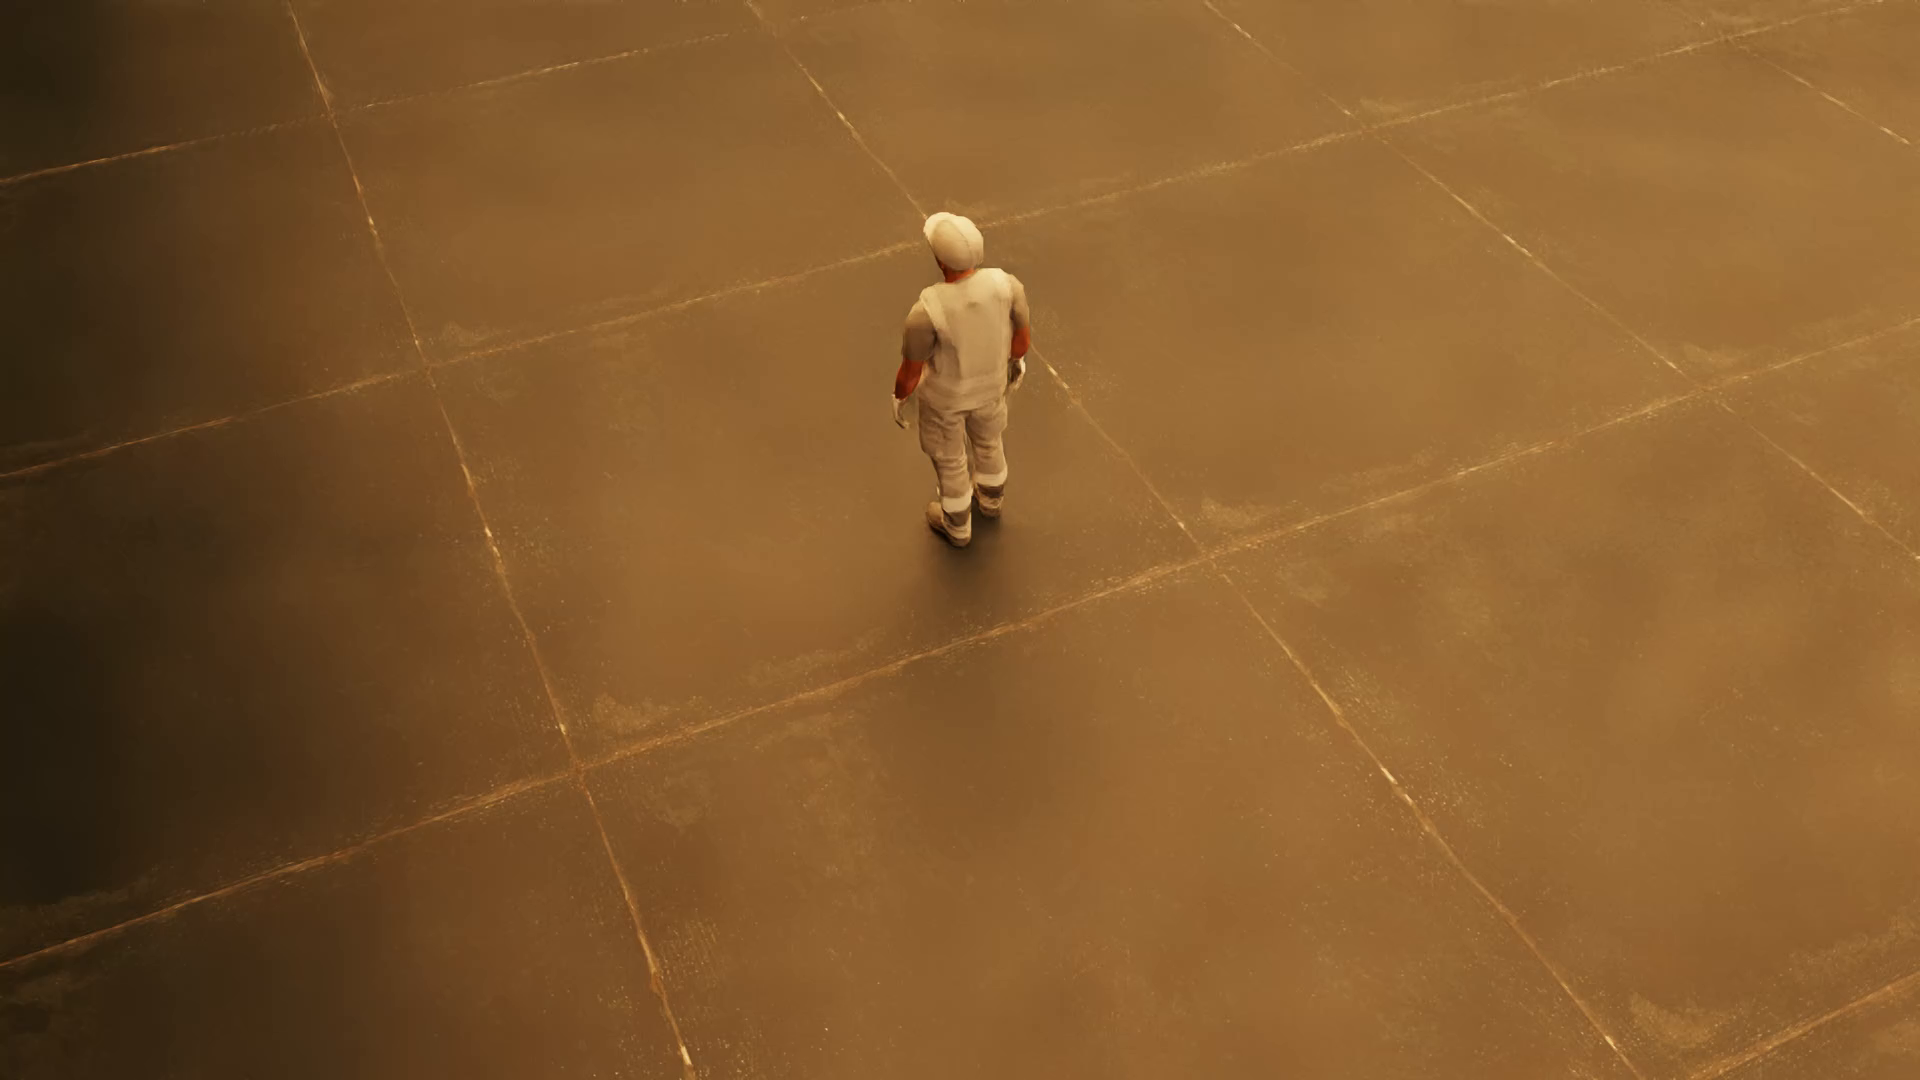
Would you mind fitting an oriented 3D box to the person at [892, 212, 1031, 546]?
[{"bbox_3d":[-0.024,-0.712,7.270,0.637,1.787,0.563,-18,46,-18],"label":"person"}]
